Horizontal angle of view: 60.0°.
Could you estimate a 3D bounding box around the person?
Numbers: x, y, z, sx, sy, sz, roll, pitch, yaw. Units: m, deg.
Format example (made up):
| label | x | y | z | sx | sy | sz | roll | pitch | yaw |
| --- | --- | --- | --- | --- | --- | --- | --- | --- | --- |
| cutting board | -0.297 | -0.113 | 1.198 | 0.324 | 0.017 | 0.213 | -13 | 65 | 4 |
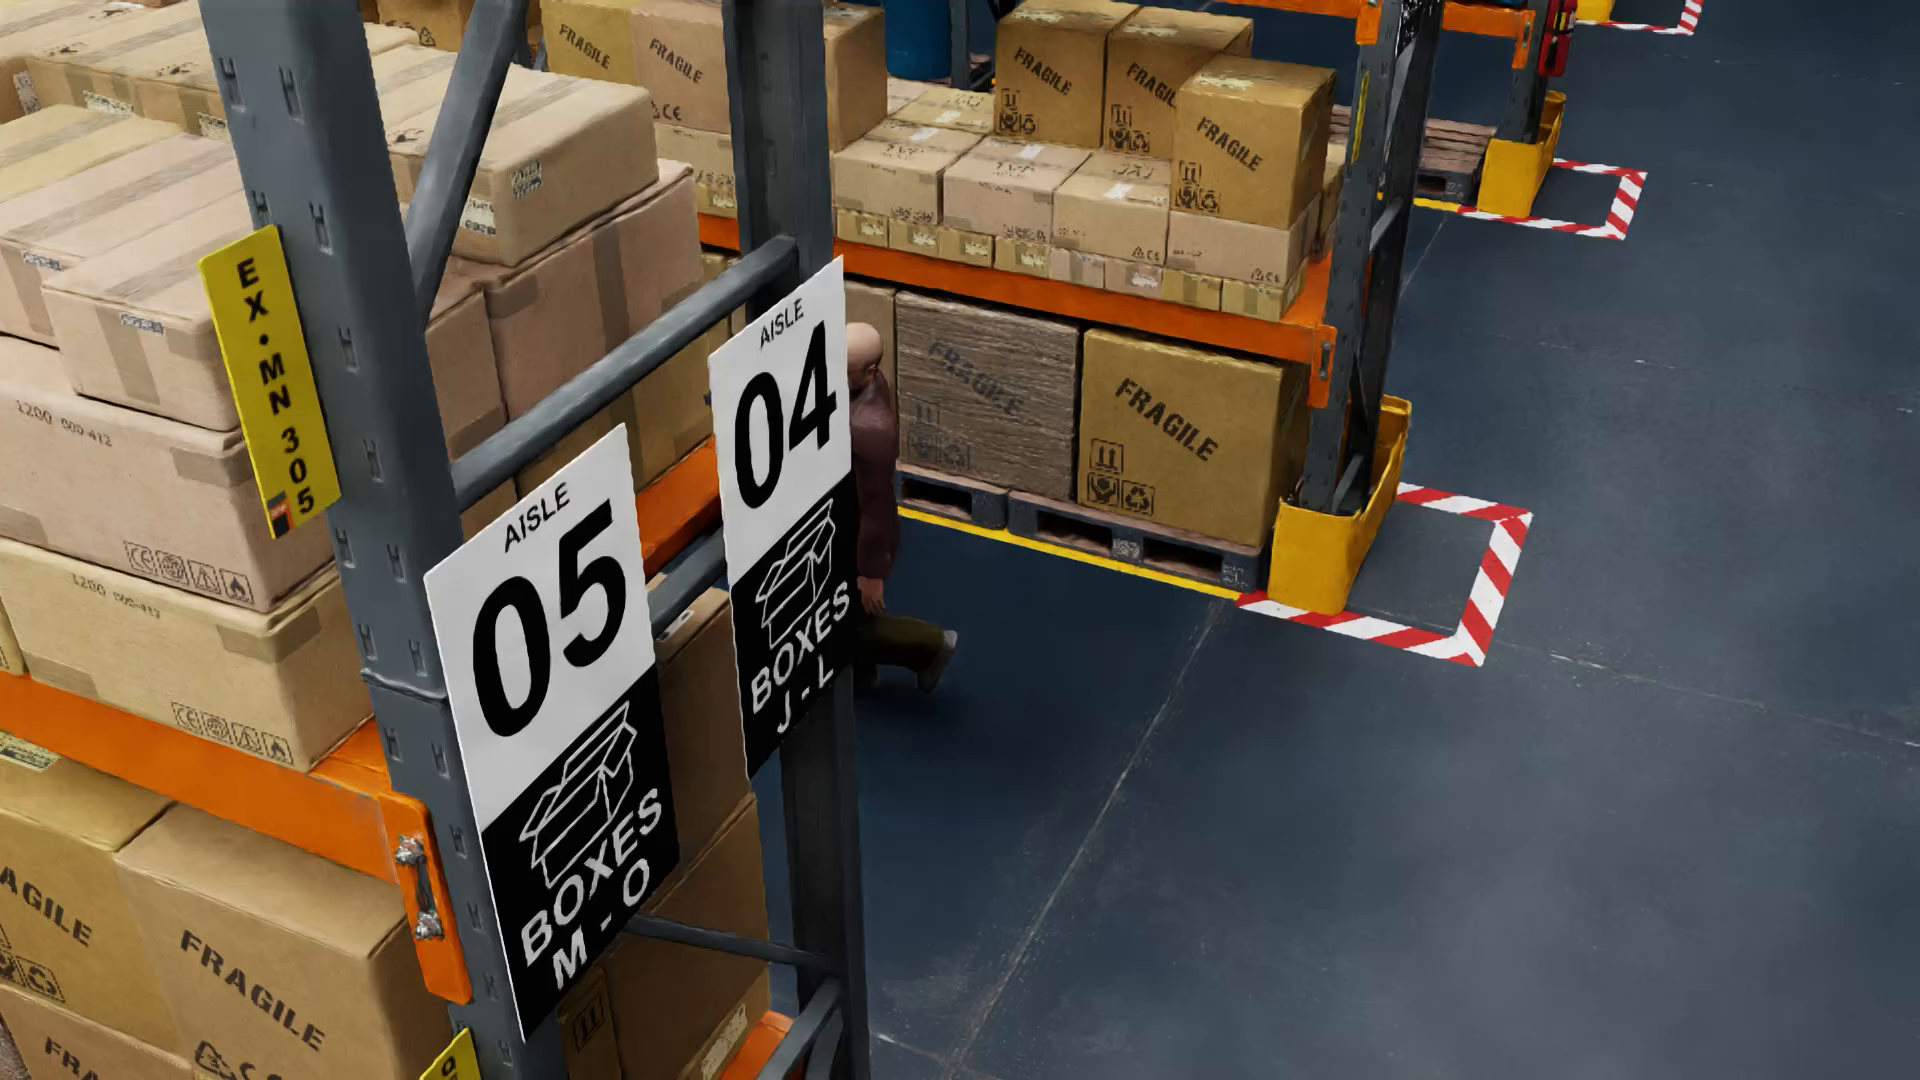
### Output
| label | x | y | z | sx | sy | sz | roll | pitch | yaw |
| --- | --- | --- | --- | --- | --- | --- | --- | --- | --- |
| person | -0.343 | -0.039 | 6.198 | 0.657 | 1.758 | 0.685 | -5 | 34 | -8 |
